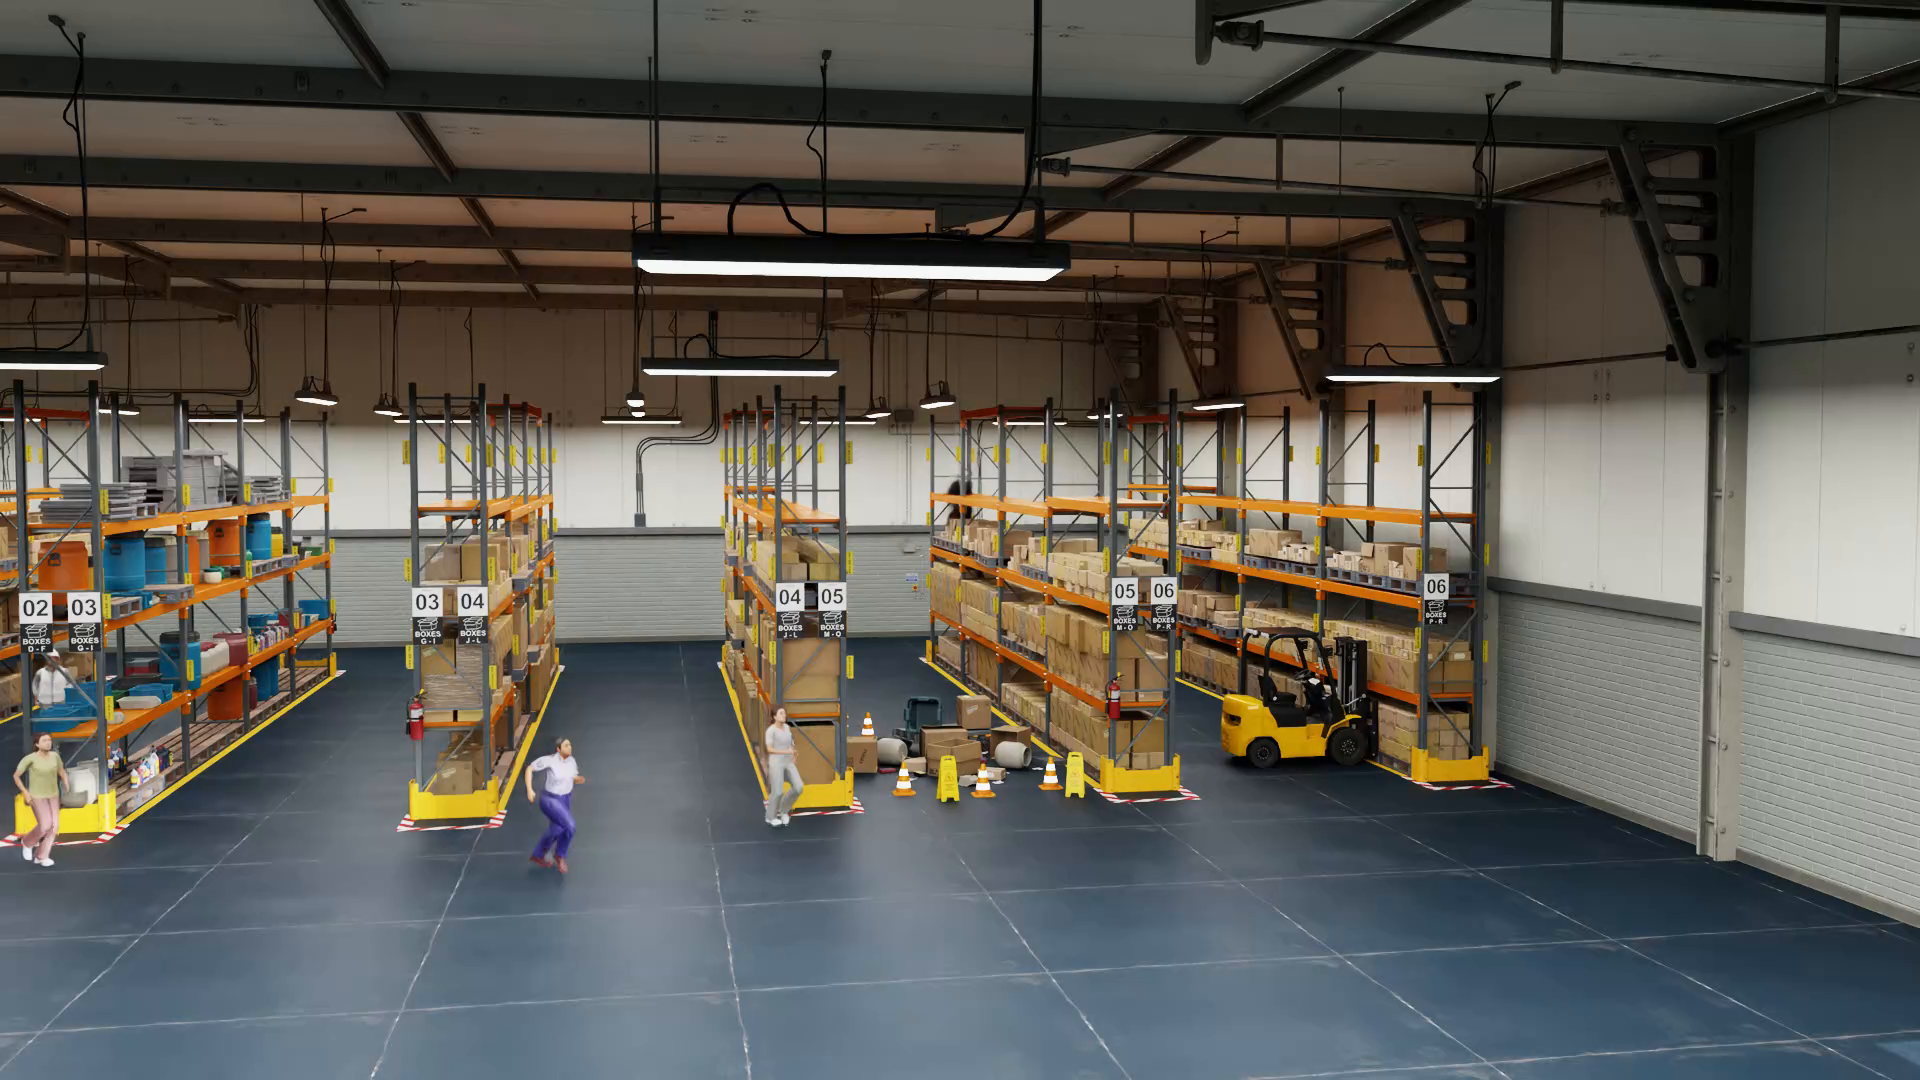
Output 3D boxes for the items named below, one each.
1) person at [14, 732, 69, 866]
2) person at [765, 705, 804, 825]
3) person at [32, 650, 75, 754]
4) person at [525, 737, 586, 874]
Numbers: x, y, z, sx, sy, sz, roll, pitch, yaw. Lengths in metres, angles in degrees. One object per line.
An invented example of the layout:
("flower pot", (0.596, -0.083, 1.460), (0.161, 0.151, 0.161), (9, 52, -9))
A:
("person", (-11.219, 3.165, 20.362), (0.539, 1.618, 0.594), (1, 3, 27))
("person", (-2.379, 3.040, 22.354), (0.631, 1.620, 0.542), (3, 4, 43))
("person", (-15.323, 2.721, 28.109), (0.665, 1.732, 0.625), (-1, 3, -26))
("person", (-4.850, 3.174, 19.960), (0.796, 1.644, 0.630), (1, 3, 26))
